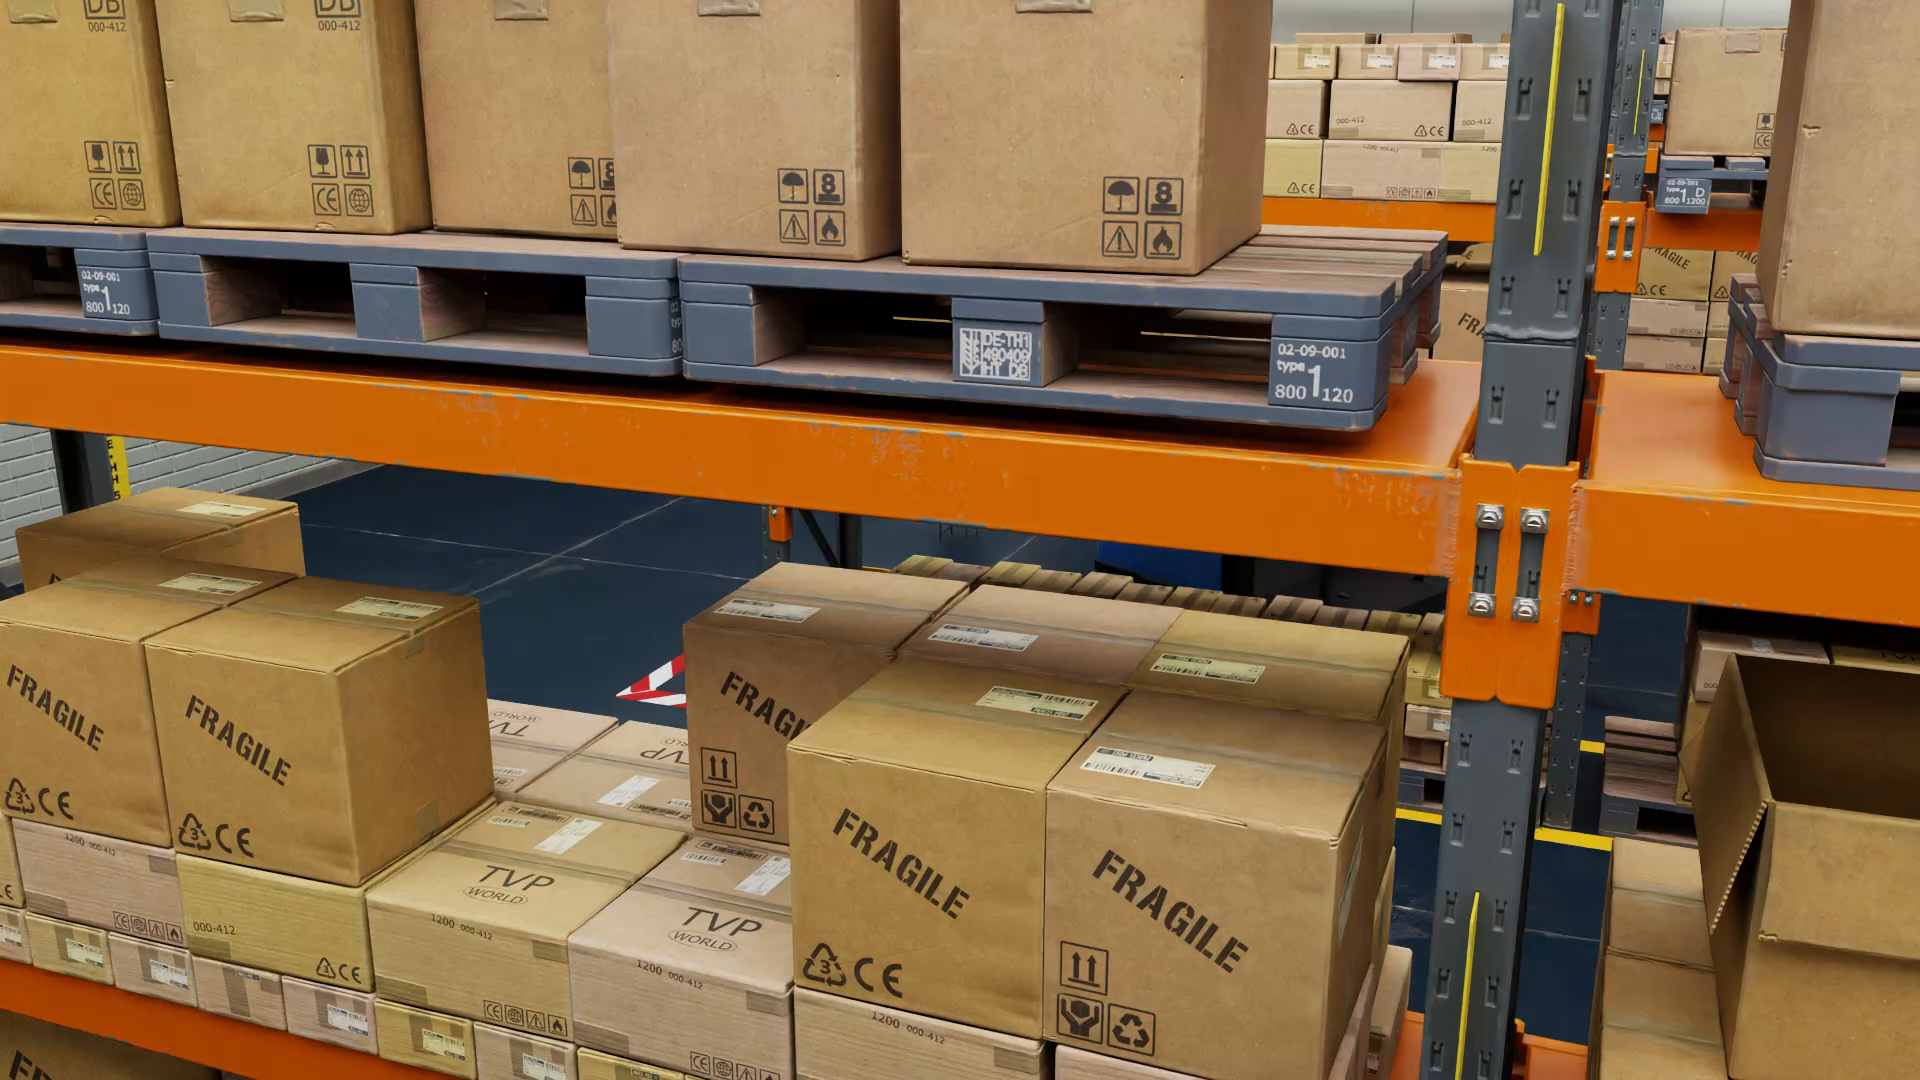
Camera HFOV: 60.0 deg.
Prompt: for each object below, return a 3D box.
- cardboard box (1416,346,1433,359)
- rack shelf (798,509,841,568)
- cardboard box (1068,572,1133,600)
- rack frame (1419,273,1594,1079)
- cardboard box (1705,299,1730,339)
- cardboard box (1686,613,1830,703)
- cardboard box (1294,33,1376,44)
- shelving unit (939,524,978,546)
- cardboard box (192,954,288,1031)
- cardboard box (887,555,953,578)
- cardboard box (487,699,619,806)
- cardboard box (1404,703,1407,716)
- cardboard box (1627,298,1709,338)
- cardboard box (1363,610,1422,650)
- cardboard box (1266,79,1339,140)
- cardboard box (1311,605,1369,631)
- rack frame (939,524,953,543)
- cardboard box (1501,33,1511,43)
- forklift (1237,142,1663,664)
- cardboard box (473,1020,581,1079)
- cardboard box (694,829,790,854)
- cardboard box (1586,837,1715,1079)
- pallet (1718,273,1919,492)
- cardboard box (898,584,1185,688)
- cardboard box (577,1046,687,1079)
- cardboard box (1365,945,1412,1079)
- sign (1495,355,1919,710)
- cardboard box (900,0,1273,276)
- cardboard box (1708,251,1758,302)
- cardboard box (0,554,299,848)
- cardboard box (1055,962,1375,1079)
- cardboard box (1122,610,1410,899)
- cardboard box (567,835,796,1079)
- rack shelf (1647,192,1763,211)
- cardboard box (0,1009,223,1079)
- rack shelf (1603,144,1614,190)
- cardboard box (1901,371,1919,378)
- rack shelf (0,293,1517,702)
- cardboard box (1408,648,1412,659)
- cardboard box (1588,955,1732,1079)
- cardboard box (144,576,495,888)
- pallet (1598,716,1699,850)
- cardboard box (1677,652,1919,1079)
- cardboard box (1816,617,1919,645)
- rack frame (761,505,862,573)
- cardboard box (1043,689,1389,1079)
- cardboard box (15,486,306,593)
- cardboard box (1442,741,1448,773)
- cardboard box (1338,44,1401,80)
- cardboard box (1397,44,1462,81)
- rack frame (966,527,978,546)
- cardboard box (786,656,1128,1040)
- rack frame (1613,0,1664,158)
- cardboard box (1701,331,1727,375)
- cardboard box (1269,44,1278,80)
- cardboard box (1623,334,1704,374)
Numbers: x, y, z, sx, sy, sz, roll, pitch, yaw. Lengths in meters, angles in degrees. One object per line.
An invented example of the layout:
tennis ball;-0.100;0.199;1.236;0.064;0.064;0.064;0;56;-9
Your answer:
cardboard box;1.892;-0.945;7.544;0.500;0.500;0.500;6;17;19
rack shelf;-0.811;-0.653;9.044;0.053;2.616;0.949;6;17;21
cardboard box;0.764;0.306;9.032;0.250;0.149;0.380;7;18;23
rack frame;0.997;1.031;3.242;0.127;3.000;1.000;6;17;21
cardboard box;5.435;-1.543;11.480;0.500;0.250;0.500;7;17;21
cardboard box;3.502;0.538;7.326;0.500;0.250;0.500;5;17;18
cardboard box;2.733;-3.441;12.155;0.500;0.500;0.500;7;17;22
shelving unit;4.042;-0.275;5.863;12.137;4.047;8.426;6;17;21
cardboard box;-1.558;0.969;3.906;0.250;0.149;0.380;6;17;20
cardboard box;-0.224;0.216;9.342;0.250;0.149;0.380;6;17;21
cardboard box;-1.230;0.636;4.338;0.500;0.250;0.500;6;17;19
cardboard box;1.990;0.783;7.924;0.250;0.149;0.380;6;17;19
cardboard box;4.939;-1.589;11.639;0.500;0.250;0.500;6;17;19
cardboard box;2.179;0.491;8.395;0.269;0.149;0.392;7;18;23
cardboard box;1.422;-1.943;7.479;0.500;0.250;0.500;7;18;23
cardboard box;1.928;0.470;8.466;0.250;0.149;0.380;6;17;19
rack frame;-0.102;-0.443;12.087;0.006;0.900;0.240;6;17;21
cardboard box;4.163;-3.392;11.985;0.500;0.500;0.500;7;17;22
forklift;3.587;-2.758;12.333;7.407;5.209;9.711;-15;22;-41
cardboard box;-0.838;1.048;3.635;0.250;0.149;0.380;7;17;22
cardboard box;-0.288;0.741;3.978;0.500;0.250;0.500;7;17;22
cardboard box;1.533;0.960;3.307;0.500;0.500;0.500;6;17;21
pallet;1.868;-0.236;2.571;1.217;0.209;0.805;6;17;18
cardboard box;0.190;0.432;3.694;0.500;0.500;0.500;6;17;21
cardboard box;-0.602;1.074;3.544;0.250;0.149;0.380;6;17;20
cardboard box;0.844;1.035;3.678;0.250;0.149;0.380;6;17;21
sign;5.397;-1.940;8.319;4.000;0.966;14.919;6;17;21
cardboard box;0.247;-0.772;2.959;0.500;0.500;0.700;5;17;17
cardboard box;5.421;-1.903;11.375;0.500;0.500;0.500;6;17;20
cardboard box;-1.911;0.361;3.939;0.500;0.500;0.500;6;17;19
cardboard box;0.490;0.983;3.142;0.500;0.250;0.500;6;17;20
cardboard box;0.646;0.485;3.514;0.500;0.500;0.500;6;17;21
cardboard box;-0.467;0.879;3.502;0.500;0.250;0.500;7;17;22
rack shelf;4.772;-1.264;6.577;3.809;0.052;0.919;6;17;21
cardboard box;-2.099;1.485;4.735;0.875;0.875;0.875;6;17;21
rack shelf;2.773;-2.839;12.482;4.000;0.370;1.077;6;17;21
cardboard box;6.361;-1.191;11.165;0.500;0.250;0.500;6;17;20
rack shelf;-0.863;-0.269;3.628;4.000;0.370;1.077;6;17;21
cardboard box;1.998;0.628;7.922;0.250;0.149;0.380;6;17;20
cardboard box;1.334;1.095;2.842;0.500;0.500;0.500;6;17;21
cardboard box;-1.427;0.413;3.762;0.500;0.500;0.500;6;17;19
pallet;3.636;1.174;7.753;1.213;0.211;1.003;6;17;21
cardboard box;1.595;0.565;2.870;0.637;0.503;0.797;6;17;19
cardboard box;4.170;0.460;7.593;0.500;0.250;0.500;7;18;23
rack frame;-0.810;-0.654;9.046;0.127;3.000;1.000;6;17;21
cardboard box;0.472;0.623;3.040;0.500;0.500;0.500;7;18;22
cardboard box;-2.174;0.173;4.589;0.500;0.500;0.500;7;17;21
cardboard box;2.422;0.971;7.810;0.250;0.149;0.380;7;17;21
cardboard box;1.827;-2.102;7.311;0.250;0.149;0.380;7;18;23
cardboard box;2.028;-2.045;7.113;0.250;0.149;0.380;6;17;21
rack frame;0.087;-0.423;12.015;0.006;0.900;0.240;6;17;21
cardboard box;0.007;0.570;3.220;0.500;0.500;0.500;6;17;21
rack frame;2.911;-3.126;6.801;0.127;3.000;1.000;6;17;21
cardboard box;5.428;-1.301;11.544;0.500;0.250;0.500;6;17;19
cardboard box;1.307;-2.132;7.413;0.265;0.149;0.390;7;18;22
cardboard box;4.946;-1.354;11.725;0.500;0.250;0.500;6;17;19
